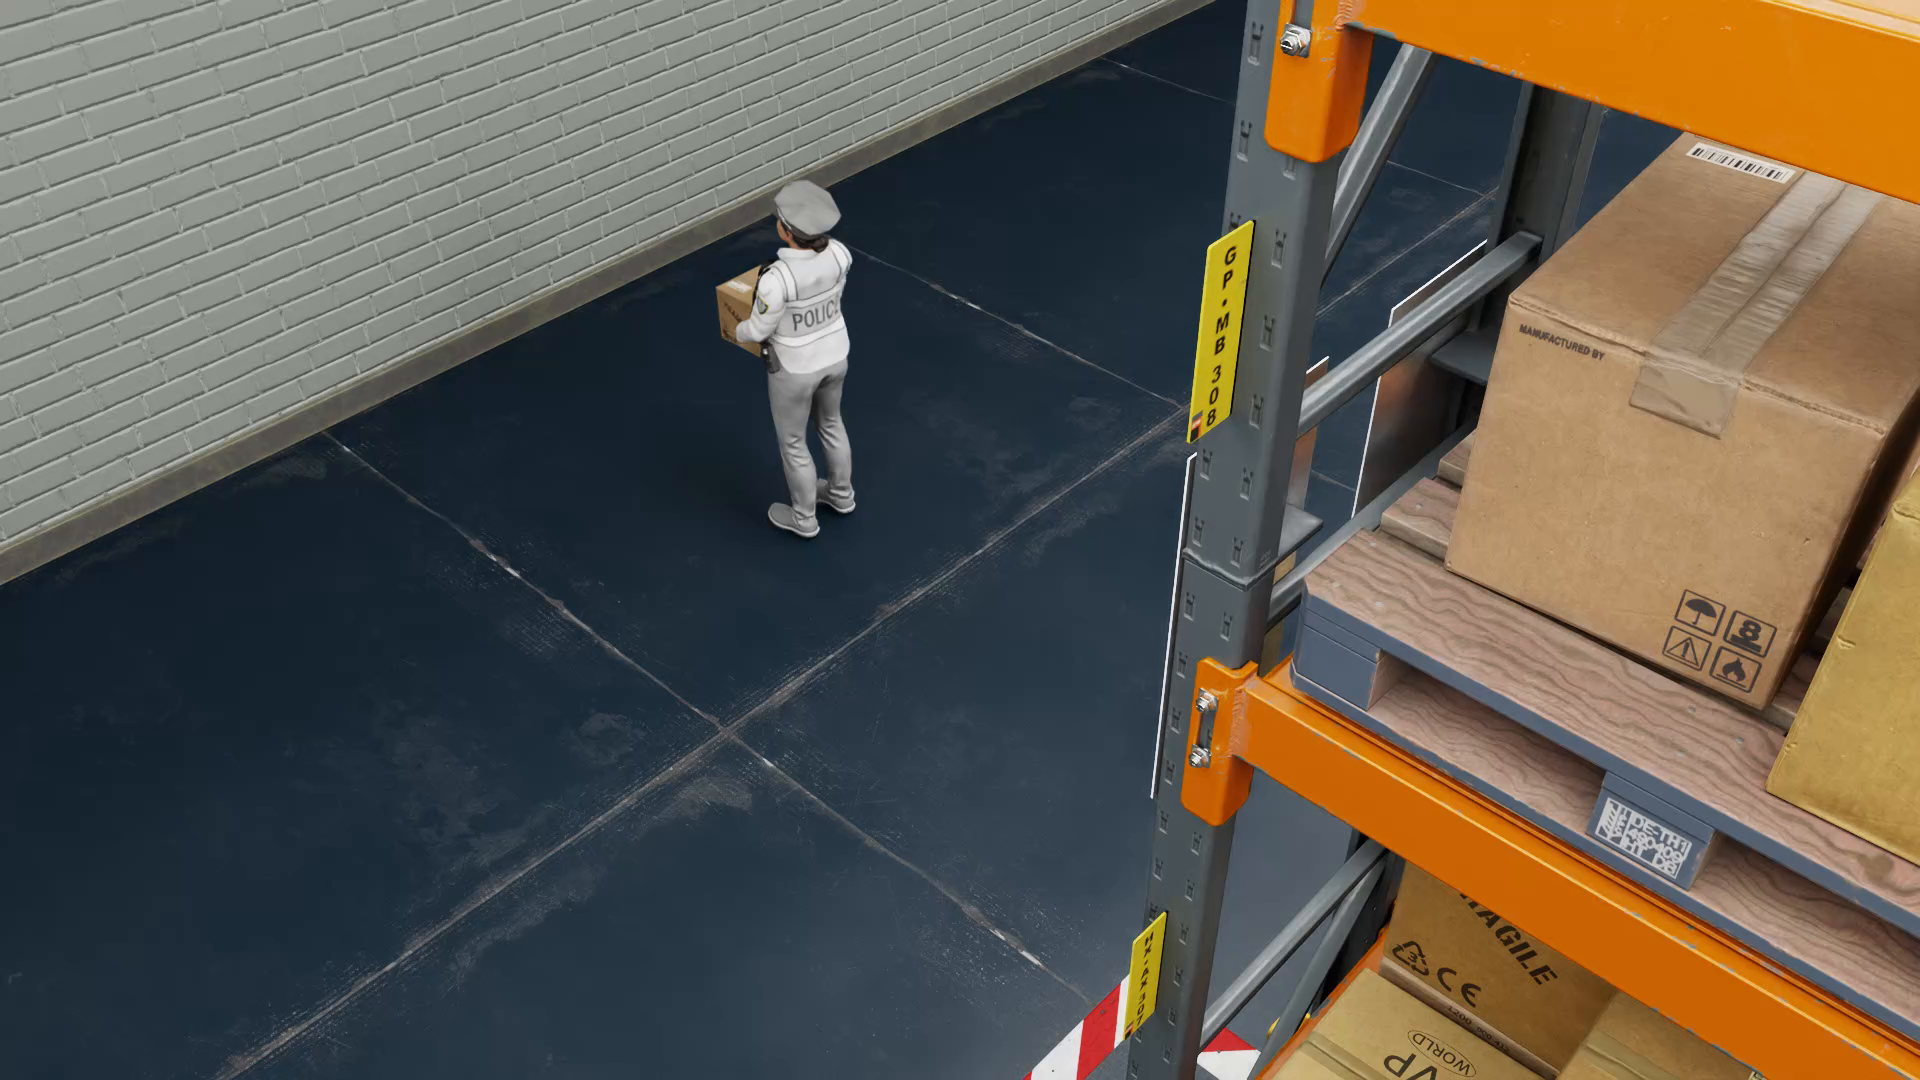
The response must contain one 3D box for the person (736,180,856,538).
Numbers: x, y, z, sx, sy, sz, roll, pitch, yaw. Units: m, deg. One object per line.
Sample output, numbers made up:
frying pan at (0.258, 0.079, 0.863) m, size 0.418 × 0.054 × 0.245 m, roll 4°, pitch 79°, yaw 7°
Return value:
person at (-0.700, -0.785, 7.078) m, size 0.467 × 1.695 × 0.554 m, roll -31°, pitch 49°, yaw -32°
